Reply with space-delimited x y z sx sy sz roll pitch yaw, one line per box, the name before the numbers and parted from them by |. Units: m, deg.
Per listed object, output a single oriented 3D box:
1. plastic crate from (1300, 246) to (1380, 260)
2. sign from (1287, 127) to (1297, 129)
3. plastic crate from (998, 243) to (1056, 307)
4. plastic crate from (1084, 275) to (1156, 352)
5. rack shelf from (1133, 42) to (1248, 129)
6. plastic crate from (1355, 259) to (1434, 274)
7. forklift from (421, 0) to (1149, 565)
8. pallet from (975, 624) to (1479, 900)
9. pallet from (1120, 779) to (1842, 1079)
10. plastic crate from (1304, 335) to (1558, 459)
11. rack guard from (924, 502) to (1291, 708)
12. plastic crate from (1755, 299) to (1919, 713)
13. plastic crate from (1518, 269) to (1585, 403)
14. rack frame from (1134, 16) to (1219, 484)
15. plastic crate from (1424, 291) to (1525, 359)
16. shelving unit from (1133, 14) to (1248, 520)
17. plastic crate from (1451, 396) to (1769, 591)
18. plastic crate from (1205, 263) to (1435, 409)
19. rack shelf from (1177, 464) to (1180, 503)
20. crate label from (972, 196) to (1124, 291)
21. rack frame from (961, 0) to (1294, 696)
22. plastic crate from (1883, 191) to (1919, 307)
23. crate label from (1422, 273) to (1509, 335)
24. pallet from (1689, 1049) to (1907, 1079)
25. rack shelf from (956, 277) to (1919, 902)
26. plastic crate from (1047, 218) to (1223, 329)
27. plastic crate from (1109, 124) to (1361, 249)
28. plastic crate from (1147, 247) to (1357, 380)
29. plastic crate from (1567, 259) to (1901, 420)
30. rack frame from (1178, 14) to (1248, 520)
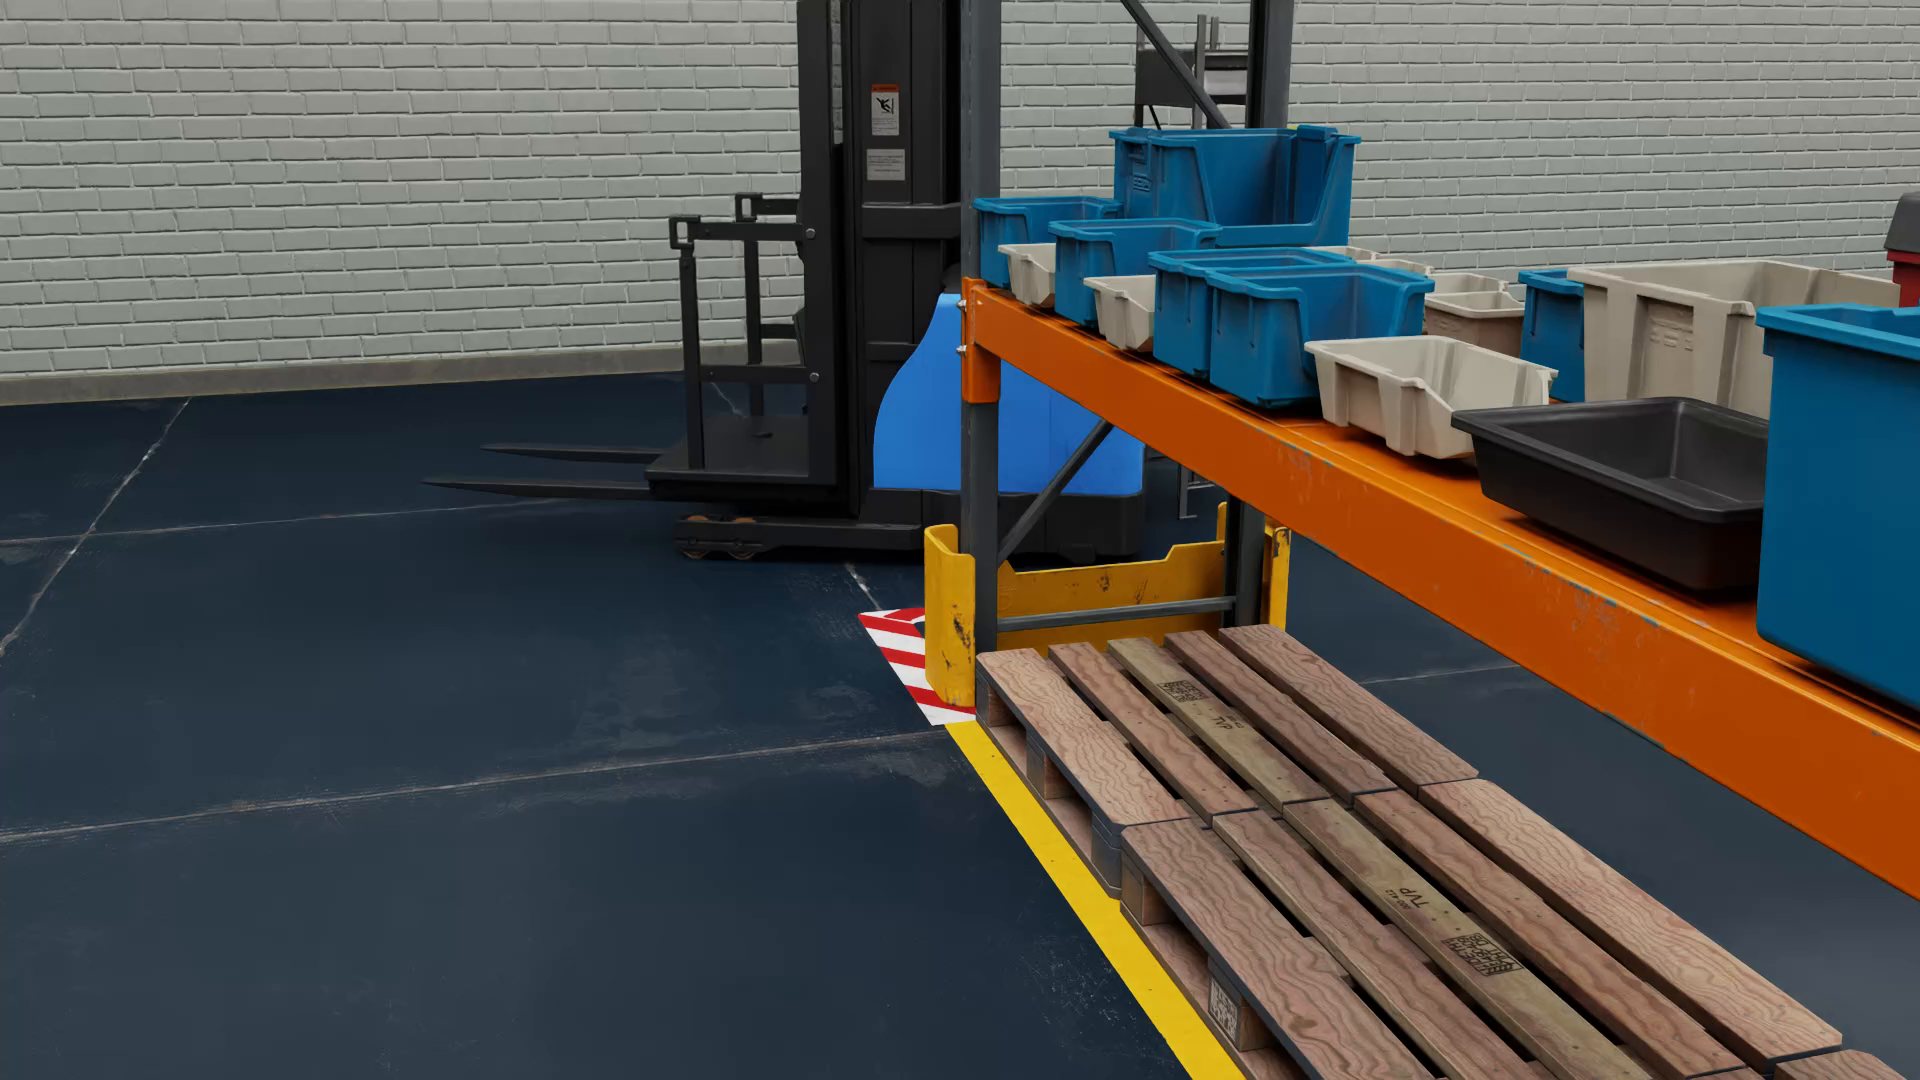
plastic crate | 0.897 -0.686 4.375 0.396 0.136 0.243 -5 17 -15
sign | 1.023 -1.121 5.185 0.100 0.325 0.005 -5 17 -15
plastic crate | 0.259 -0.707 4.447 0.250 0.136 0.298 -5 17 -15
plastic crate | 0.445 -0.520 3.823 0.250 0.136 0.298 -5 17 -15
rack shelf | 1.037 -1.838 7.034 0.431 0.518 0.480 -7 18 -23
plastic crate | 0.963 -0.604 4.104 0.396 0.136 0.243 -5 17 -15
forklift | -0.725 -1.475 6.767 3.031 2.935 1.130 2 17 7
pallet | 0.688 0.572 4.681 1.003 0.211 1.213 -5 17 -15
pallet | 1.020 0.909 3.559 1.003 0.211 1.213 -5 17 -15
plastic crate | 0.831 -0.248 2.919 0.293 0.136 0.466 -5 17 -15
rack guard | 0.480 0.197 5.427 1.175 0.500 0.348 -5 17 -15
plastic crate | 1.142 -0.011 1.699 0.392 0.384 0.575 -5 17 -15
plastic crate | 1.310 -0.395 3.241 0.416 0.233 0.300 -5 17 -15
rack frame | 0.939 -1.245 7.446 0.400 2.100 0.015 -7 18 -23
plastic crate | 1.162 -0.449 3.587 0.298 0.136 0.250 -5 17 -15
shelving unit | 1.037 -1.180 7.232 0.431 2.100 0.503 -7 18 -23
plastic crate | 1.032 -0.073 2.357 0.437 0.125 0.590 -5 17 -15
plastic crate | 0.694 -0.402 3.262 0.416 0.233 0.300 -5 17 -15
rack shelf | 1.037 -0.497 7.437 0.431 0.518 0.480 -7 18 -23
crate label | 0.250 -0.849 4.750 0.416 0.233 0.303 -5 17 -15
rack frame | 0.499 -0.995 5.049 1.000 3.000 0.127 -5 17 -15
plastic crate | 1.594 -0.214 2.236 0.402 0.464 0.583 -5 17 -15
crate label | 1.063 -0.529 3.854 0.396 0.136 0.243 -5 17 -15
pallet | 1.359 1.247 2.434 1.003 0.211 1.213 -5 17 -15
rack shelf | 1.048 -0.097 3.311 1.077 0.370 4.000 -5 17 -15
plastic crate | 0.431 -0.667 4.144 0.416 0.233 0.300 -5 17 -15
plastic crate | 0.770 -0.962 4.776 0.616 0.435 0.499 -5 17 -15
plastic crate | 0.612 -0.485 3.538 0.416 0.233 0.300 -5 17 -15
plastic crate | 1.356 -0.297 2.829 0.437 0.282 0.530 -5 17 -15
rack frame | 1.135 -1.116 7.018 0.400 2.100 0.015 -7 18 -23
